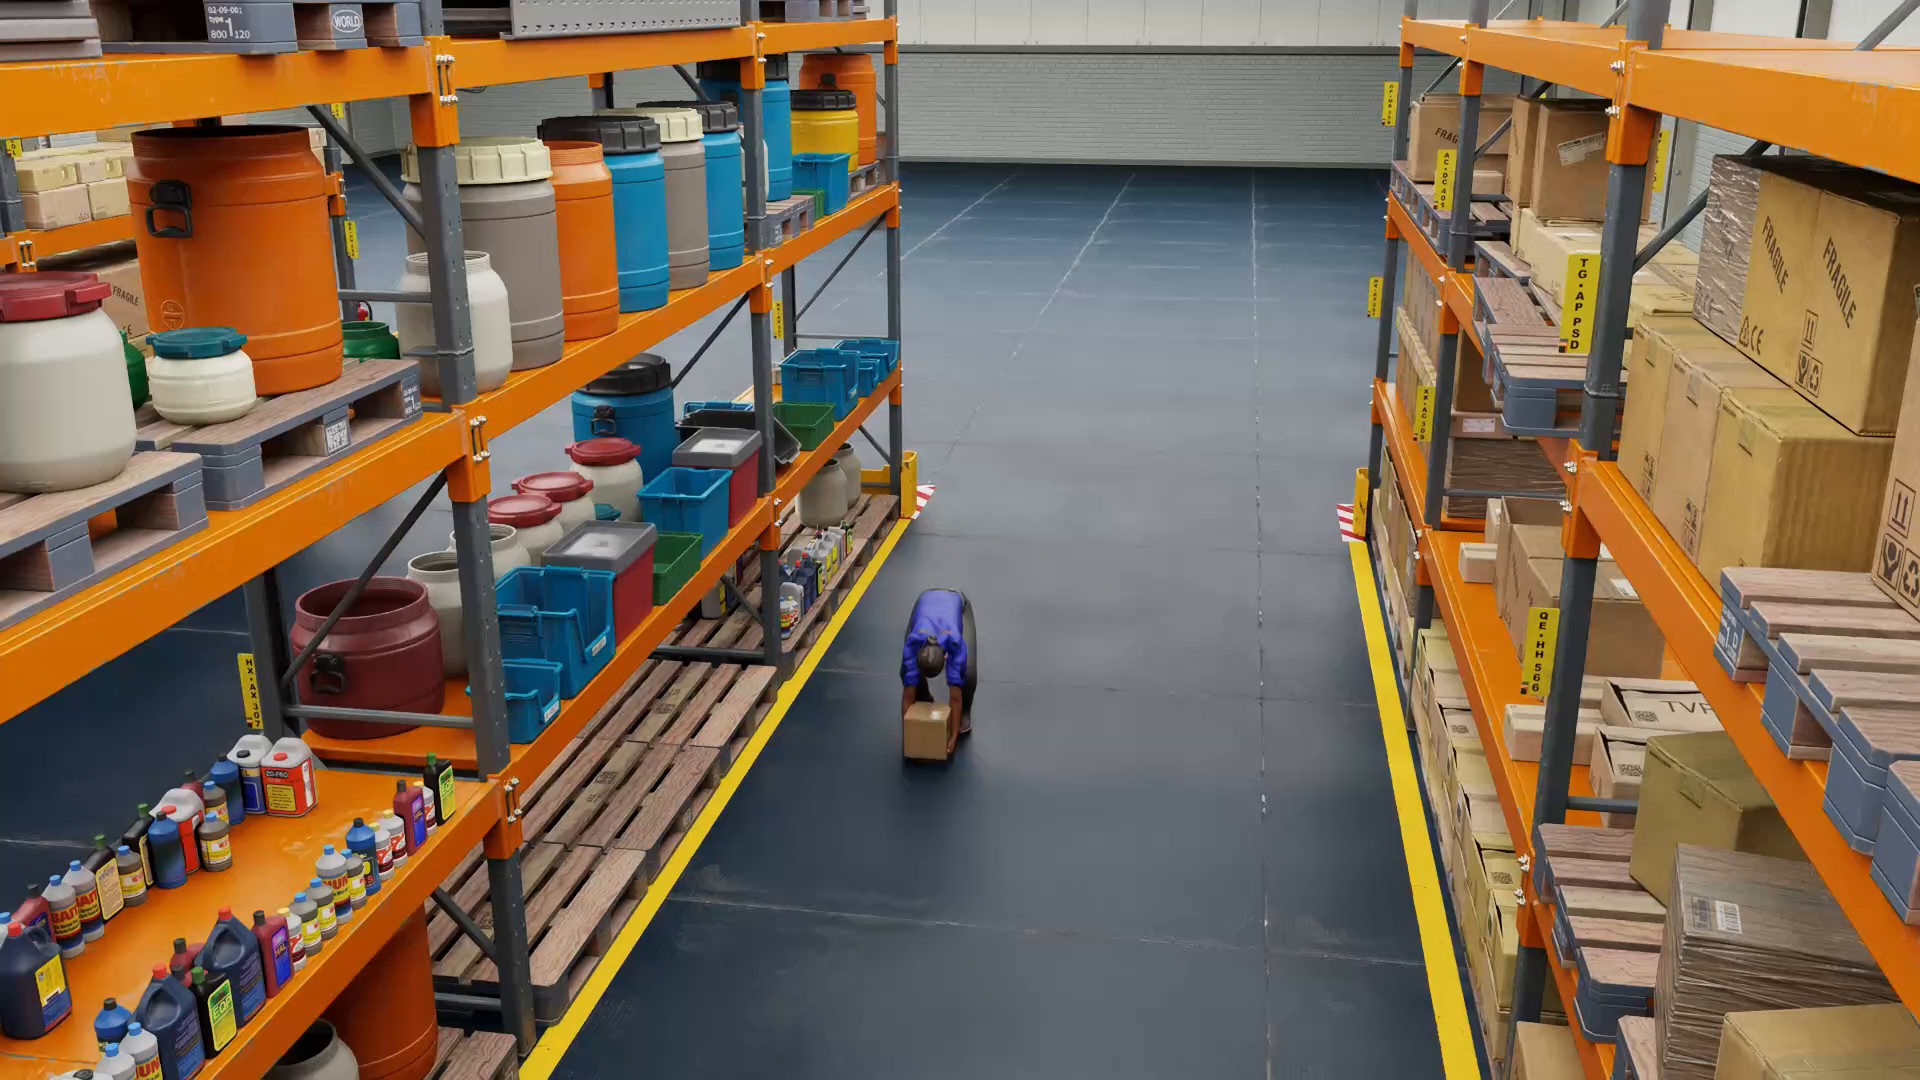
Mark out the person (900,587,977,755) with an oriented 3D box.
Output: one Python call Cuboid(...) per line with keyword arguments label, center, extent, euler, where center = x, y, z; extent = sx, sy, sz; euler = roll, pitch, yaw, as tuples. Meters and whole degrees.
Cuboid(label="person", center=(-0.132, 0.782, 9.946), extent=(0.465, 0.864, 0.866), euler=(2, 18, 6))
